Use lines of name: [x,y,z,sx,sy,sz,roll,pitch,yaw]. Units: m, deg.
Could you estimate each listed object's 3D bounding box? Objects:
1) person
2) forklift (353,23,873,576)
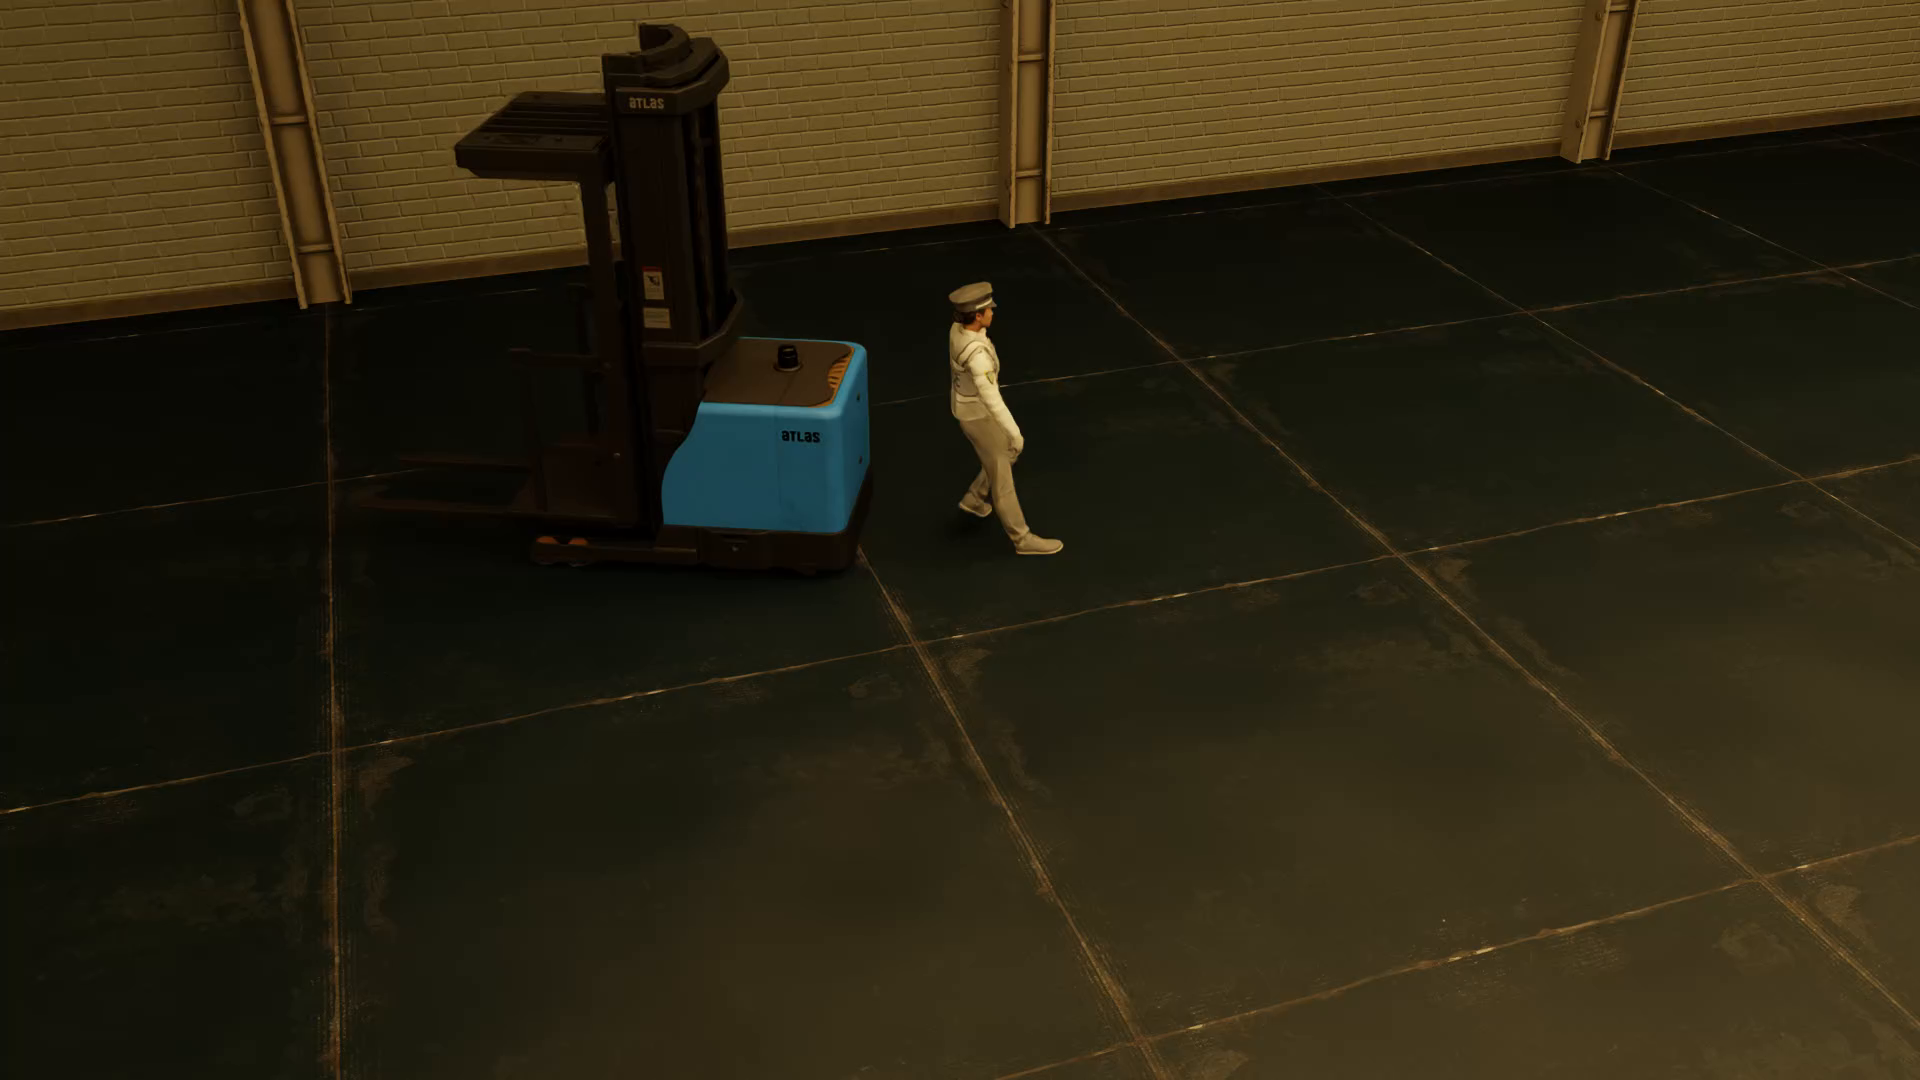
person: [0.260,-0.744,9.720,0.642,1.603,0.660,-4,30,-7]
forklift: [-2.095,-1.370,9.467,3.031,2.935,1.130,3,30,6]
